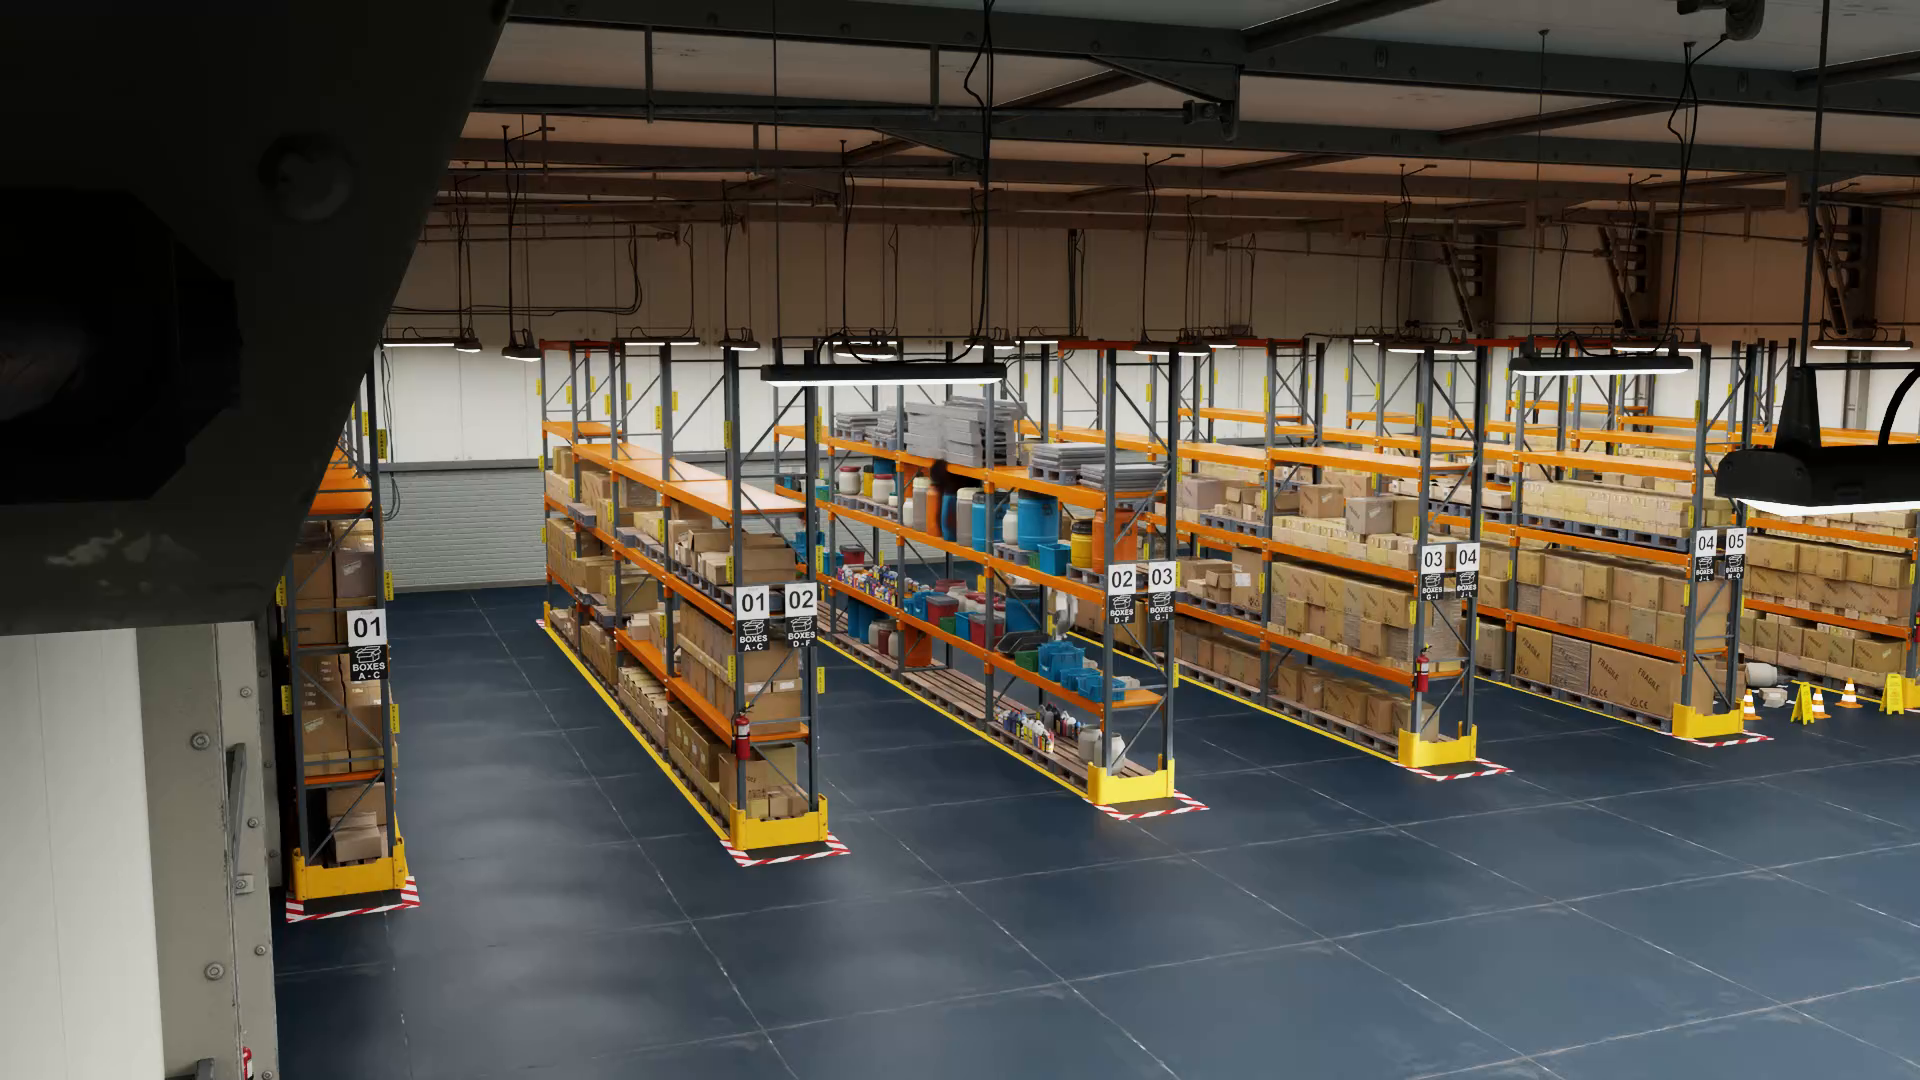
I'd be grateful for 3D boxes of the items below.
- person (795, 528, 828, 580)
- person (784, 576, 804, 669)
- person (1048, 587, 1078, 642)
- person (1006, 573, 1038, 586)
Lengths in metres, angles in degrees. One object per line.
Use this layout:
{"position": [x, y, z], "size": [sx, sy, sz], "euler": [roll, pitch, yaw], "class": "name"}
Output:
{"position": [-3.565, 0.352, 39.193], "size": [0.908, 1.820, 0.686], "euler": [0, 7, -1], "class": "person"}
{"position": [-2.977, 1.433, 29.670], "size": [0.509, 1.636, 0.784], "euler": [-3, 8, -22], "class": "person"}
{"position": [2.059, 1.181, 31.760], "size": [0.722, 1.674, 0.936], "euler": [-2, 8, -16], "class": "person"}
{"position": [1.271, 1.165, 33.403], "size": [0.589, 1.706, 0.731], "euler": [-2, 8, -18], "class": "person"}
